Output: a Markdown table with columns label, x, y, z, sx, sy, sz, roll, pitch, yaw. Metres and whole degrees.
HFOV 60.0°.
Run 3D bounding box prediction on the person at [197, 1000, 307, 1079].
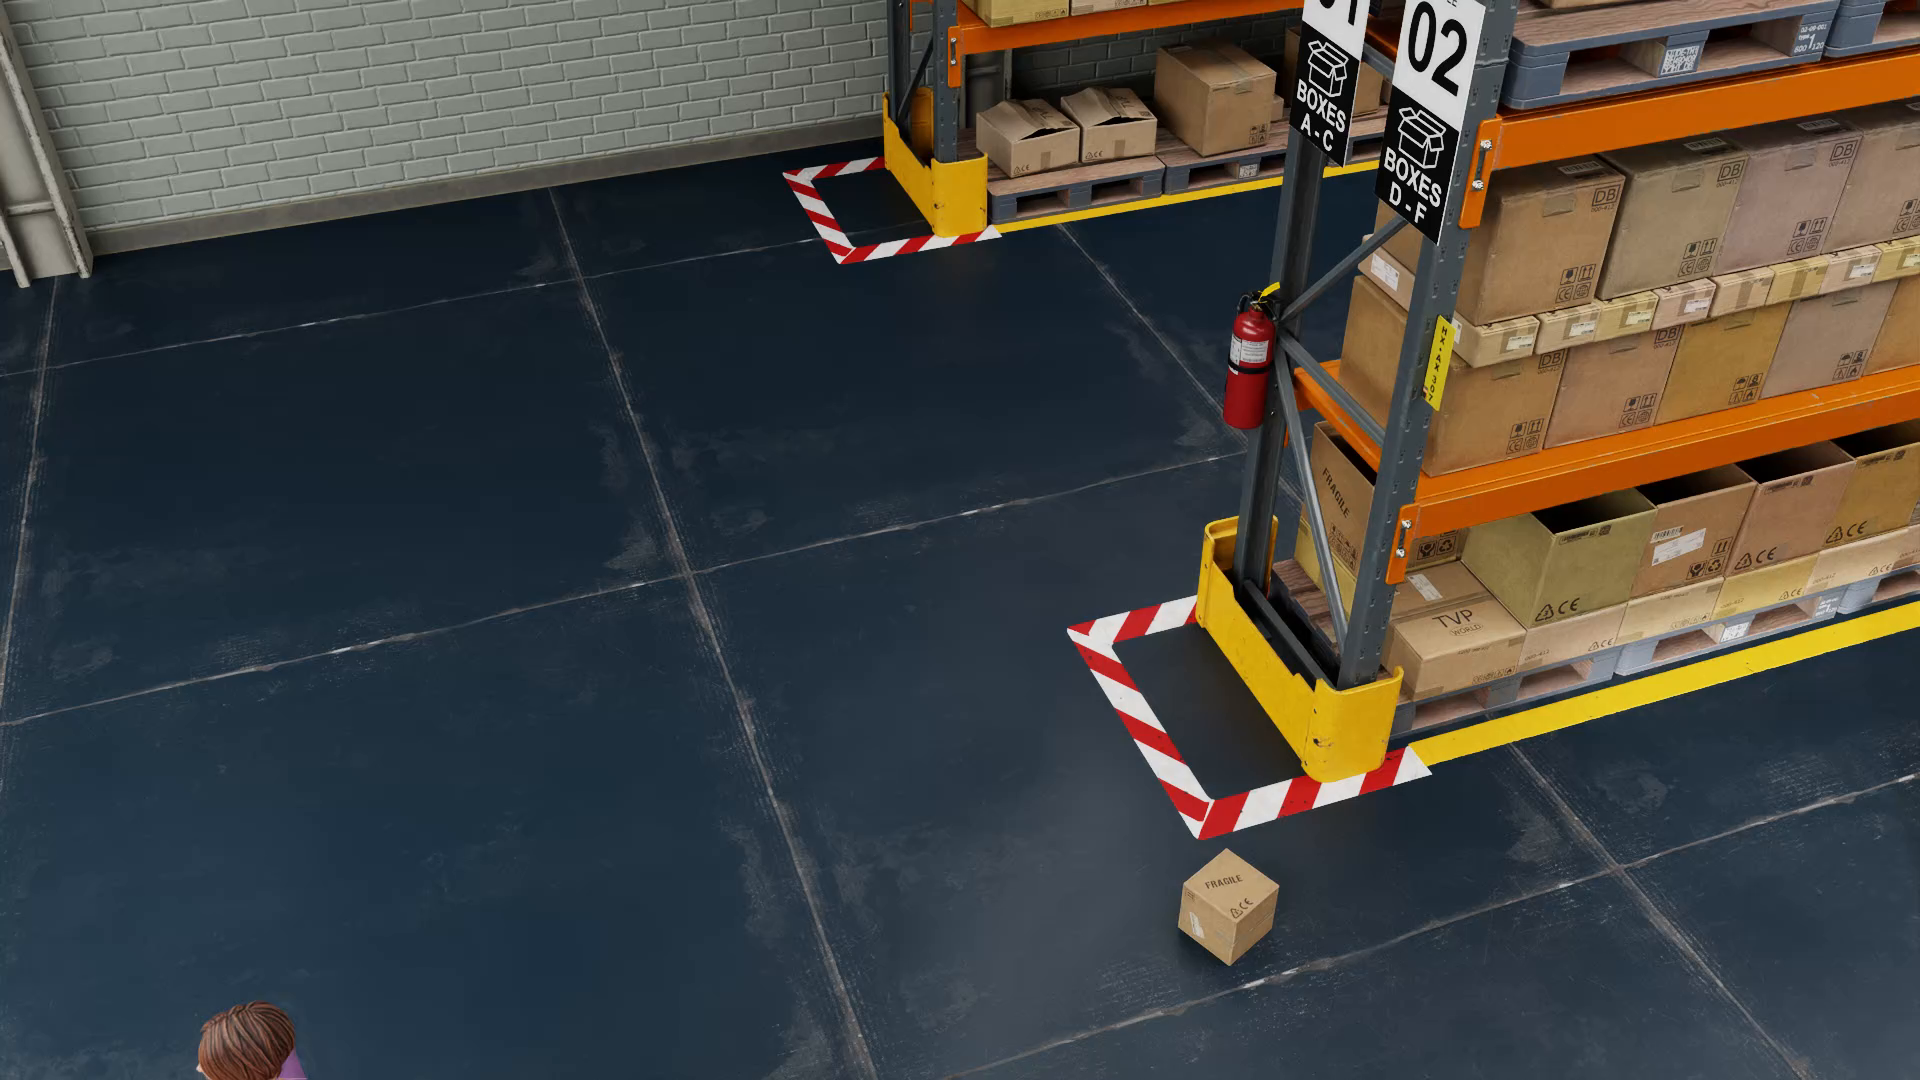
| label | x | y | z | sx | sy | sz | roll | pitch | yaw |
| --- | --- | --- | --- | --- | --- | --- | --- | --- | --- |
| person | -1.807 | 1.795 | 4.505 | 0.938 | 1.543 | 0.424 | -23 | 44 | -27 |
